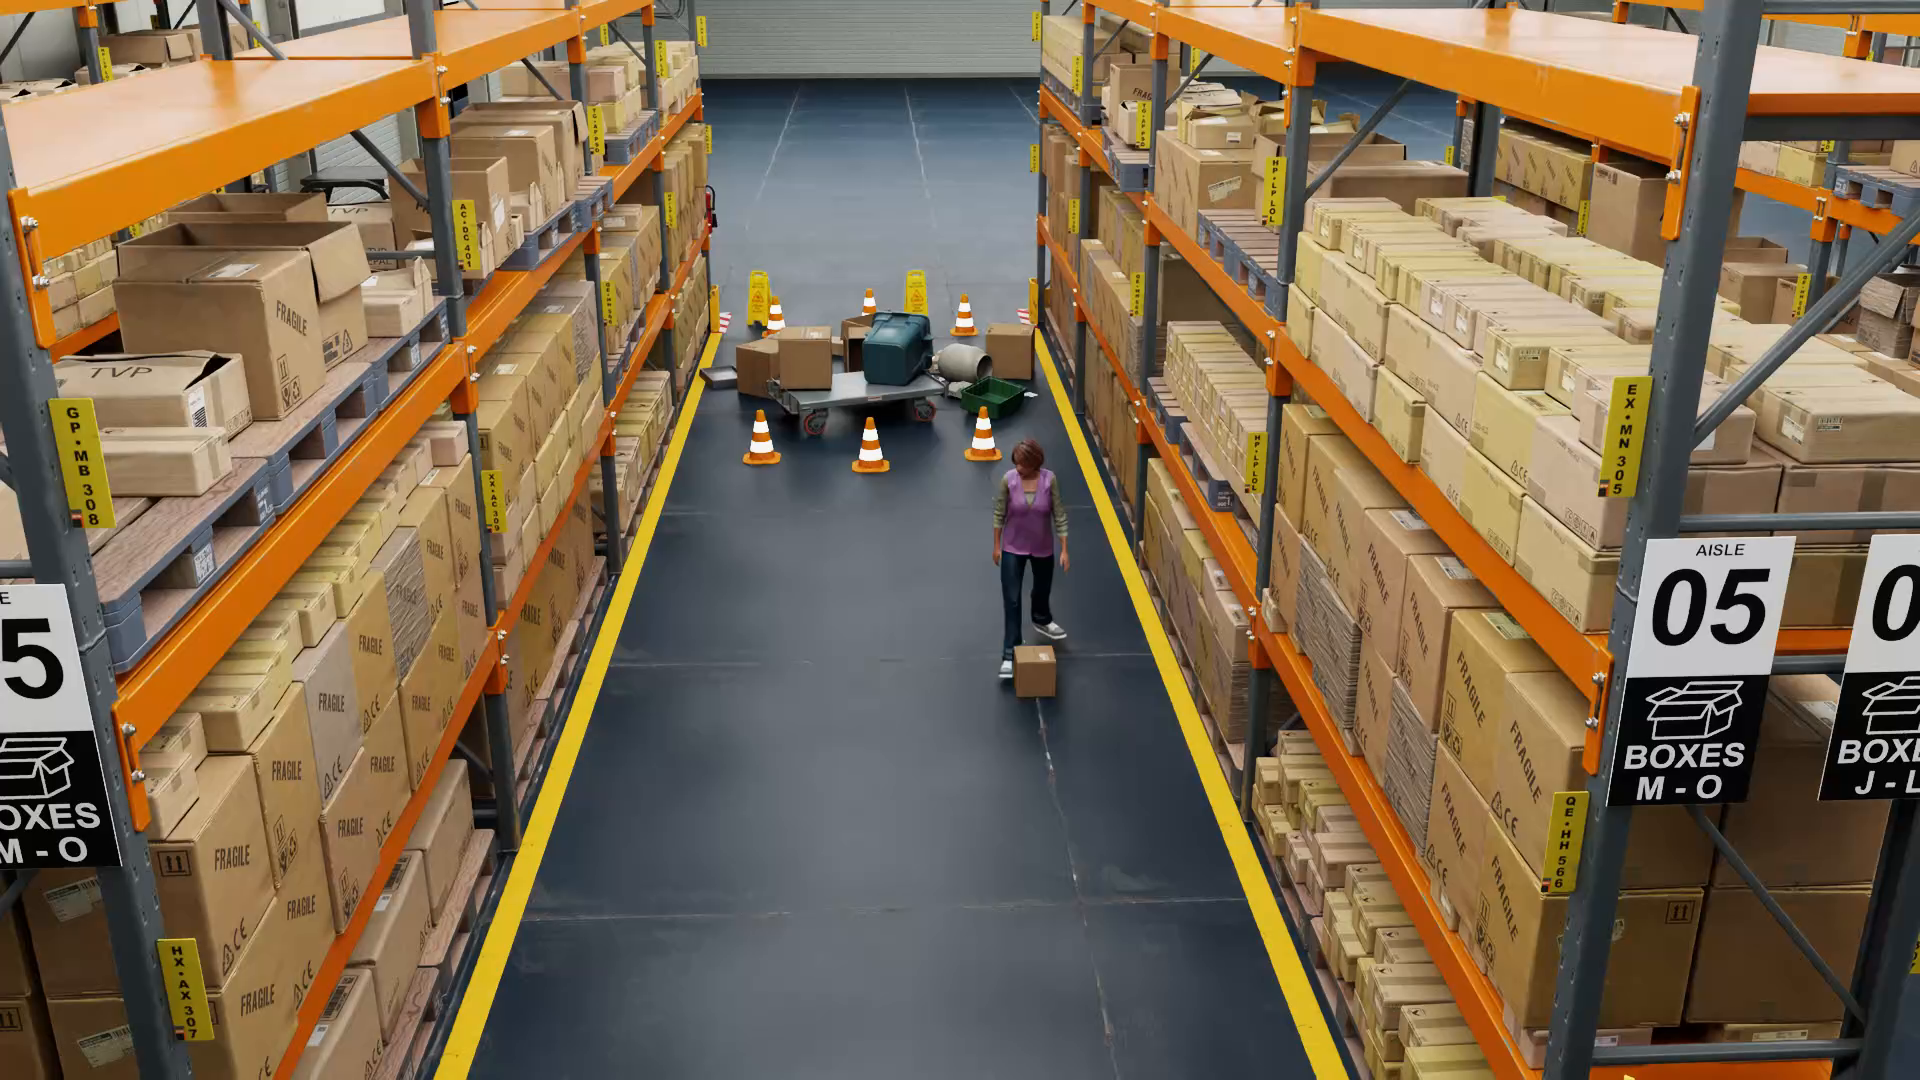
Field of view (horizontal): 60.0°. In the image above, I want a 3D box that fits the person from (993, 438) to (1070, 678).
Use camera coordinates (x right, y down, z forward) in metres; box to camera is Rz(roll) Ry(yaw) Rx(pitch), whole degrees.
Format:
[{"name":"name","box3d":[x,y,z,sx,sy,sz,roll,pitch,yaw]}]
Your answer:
[{"name":"person","box3d":[0.485,0.064,10.924,0.561,1.555,0.824,-3,21,-7]}]
